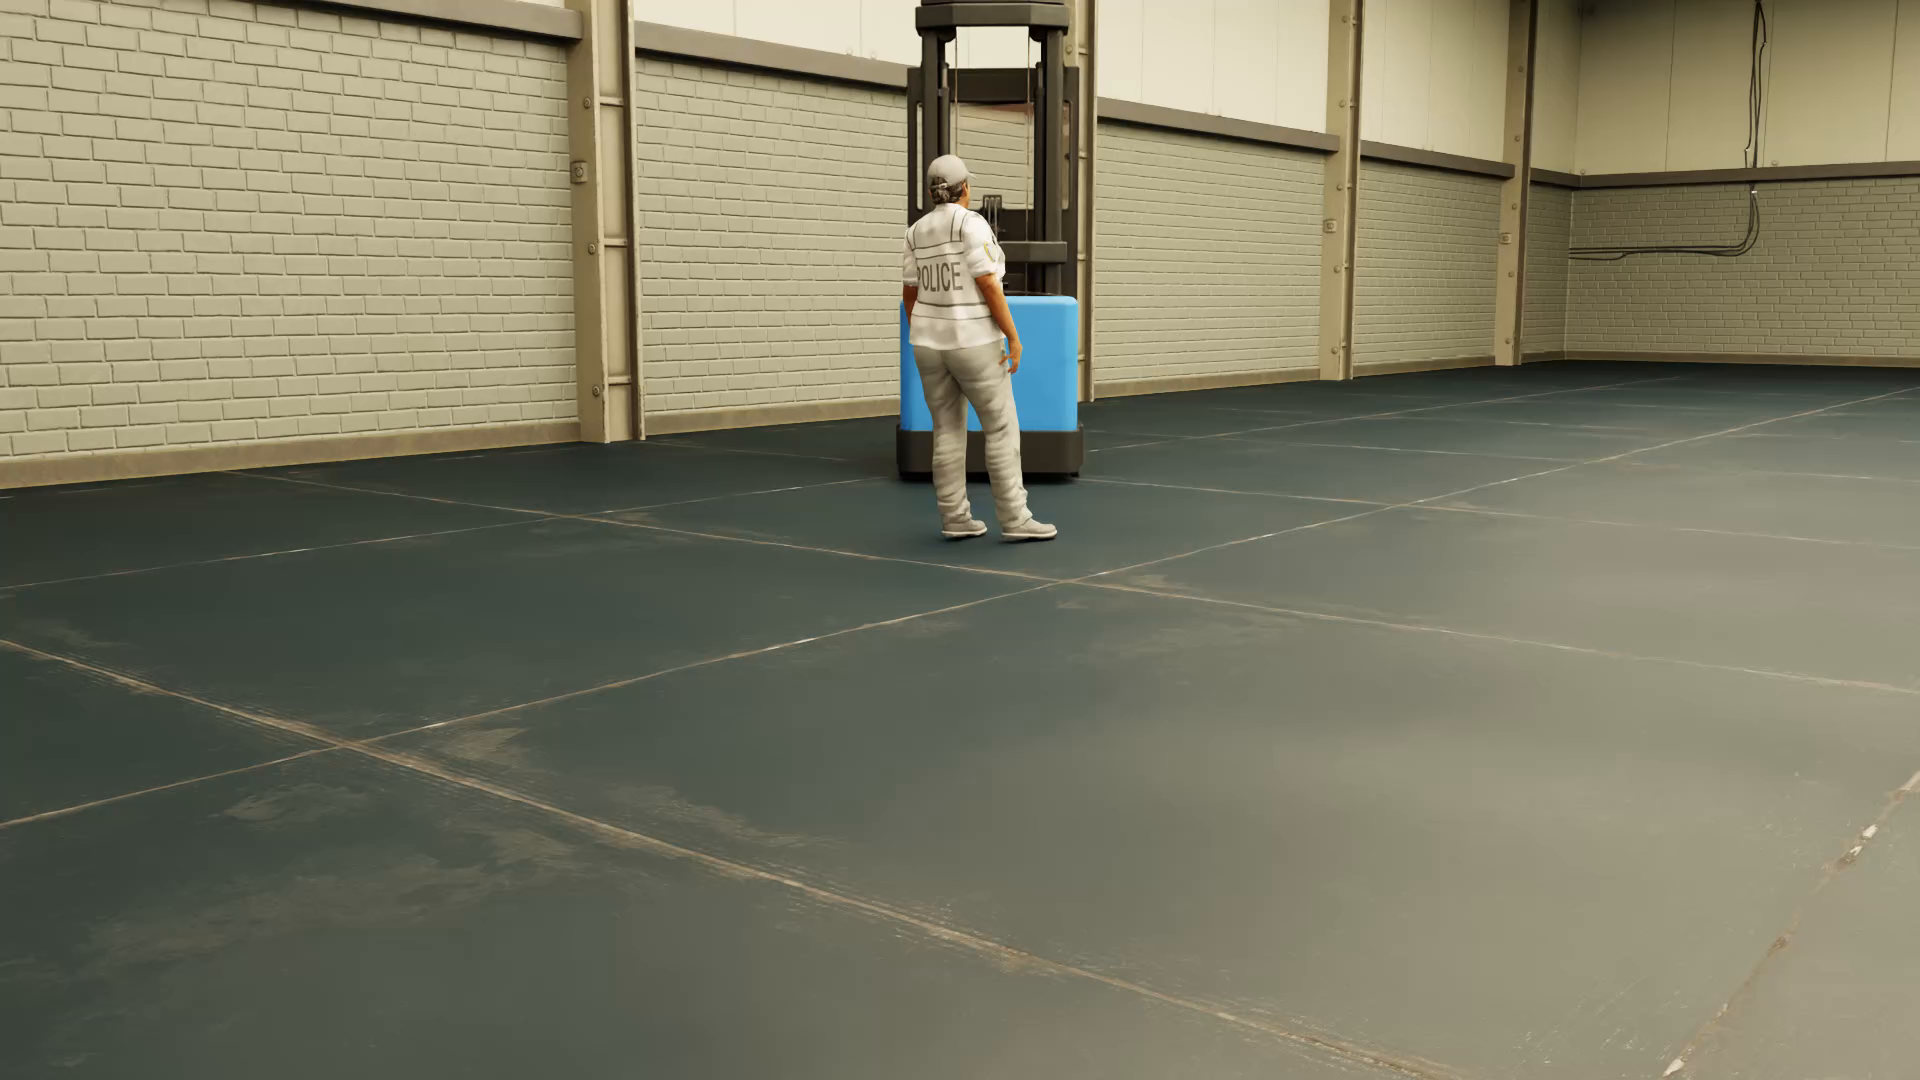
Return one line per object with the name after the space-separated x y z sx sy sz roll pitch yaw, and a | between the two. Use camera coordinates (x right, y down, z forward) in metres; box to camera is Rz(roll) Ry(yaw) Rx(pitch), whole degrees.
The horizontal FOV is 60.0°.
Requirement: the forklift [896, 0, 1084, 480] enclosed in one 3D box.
0.219 -1.984 10.843 1.130 2.935 3.031 0 8 2 | forklift

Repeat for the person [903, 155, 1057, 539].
0.066 -0.839 7.328 0.598 1.670 0.529 7 11 38 | person
